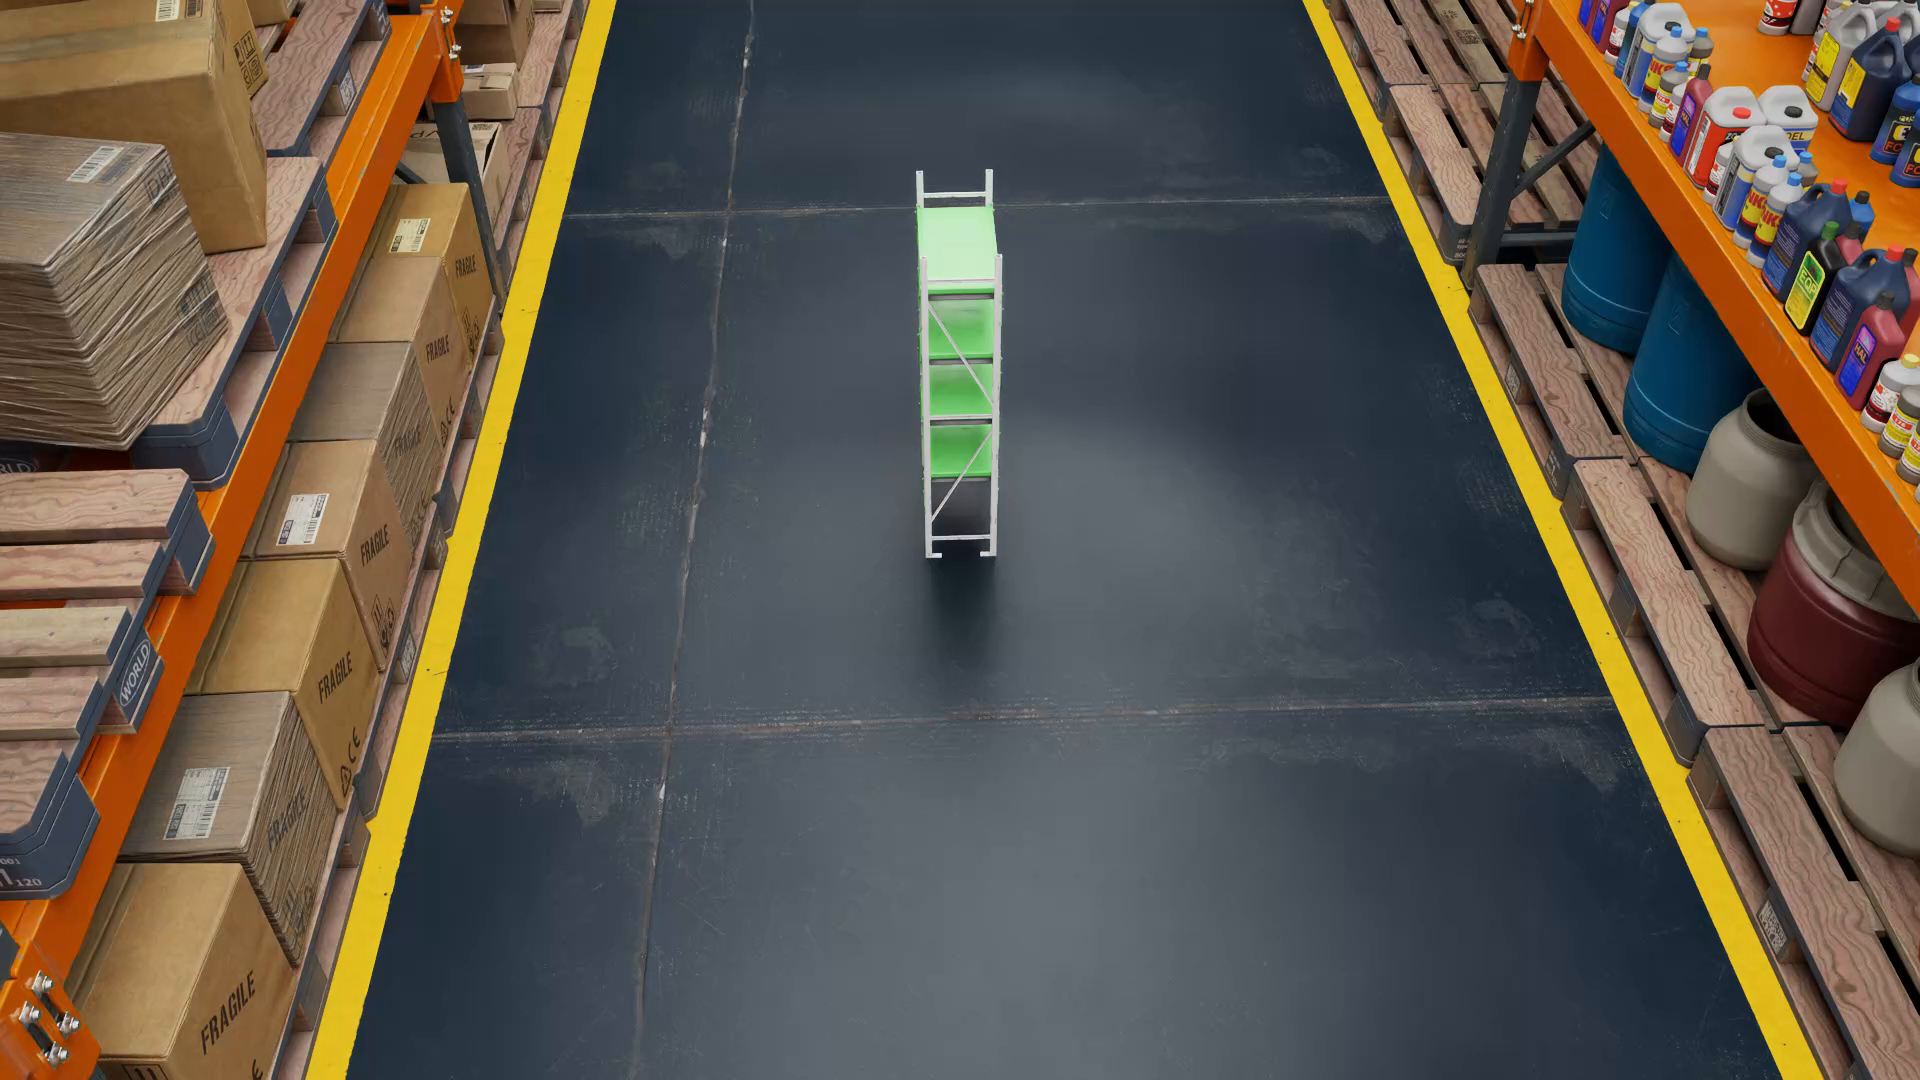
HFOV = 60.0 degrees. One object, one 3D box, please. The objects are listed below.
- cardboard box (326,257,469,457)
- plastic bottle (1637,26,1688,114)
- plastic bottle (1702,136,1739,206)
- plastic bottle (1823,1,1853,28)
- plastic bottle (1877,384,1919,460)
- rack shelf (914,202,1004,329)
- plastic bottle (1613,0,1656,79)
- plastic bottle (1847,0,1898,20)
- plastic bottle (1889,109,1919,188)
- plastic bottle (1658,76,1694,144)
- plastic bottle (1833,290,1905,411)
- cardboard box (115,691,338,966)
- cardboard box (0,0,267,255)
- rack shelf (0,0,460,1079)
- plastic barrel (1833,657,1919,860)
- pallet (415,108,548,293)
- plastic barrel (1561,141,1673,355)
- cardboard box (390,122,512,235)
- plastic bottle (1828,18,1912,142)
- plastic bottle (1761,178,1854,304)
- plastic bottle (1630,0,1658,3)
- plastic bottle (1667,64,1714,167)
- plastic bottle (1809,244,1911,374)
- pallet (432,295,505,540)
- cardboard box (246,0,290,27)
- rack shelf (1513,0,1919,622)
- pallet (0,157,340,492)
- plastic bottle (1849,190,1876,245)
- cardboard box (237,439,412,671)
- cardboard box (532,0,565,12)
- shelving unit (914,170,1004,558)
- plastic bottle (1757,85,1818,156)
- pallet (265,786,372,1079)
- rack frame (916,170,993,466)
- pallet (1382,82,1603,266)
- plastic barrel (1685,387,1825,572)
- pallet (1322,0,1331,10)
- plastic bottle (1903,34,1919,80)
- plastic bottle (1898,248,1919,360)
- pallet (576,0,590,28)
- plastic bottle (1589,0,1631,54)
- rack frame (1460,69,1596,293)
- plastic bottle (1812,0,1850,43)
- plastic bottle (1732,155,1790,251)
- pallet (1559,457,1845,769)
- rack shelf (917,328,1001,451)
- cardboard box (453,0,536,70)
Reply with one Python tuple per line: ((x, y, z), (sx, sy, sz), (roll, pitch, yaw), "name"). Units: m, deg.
((-2.037, -0.625, 5.736), (0.500, 0.500, 0.500), (-2, 43, -2), "cardboard box")
((2.224, -1.486, 5.246), (0.097, 0.271, 0.097), (0, 43, 0), "plastic bottle")
((2.248, -1.082, 4.857), (0.097, 0.201, 0.097), (0, 43, 0), "plastic bottle")
((2.909, -1.683, 5.514), (0.097, 0.201, 0.097), (0, 43, 0), "plastic bottle")
((2.297, -0.299, 4.003), (0.097, 0.201, 0.097), (0, 43, 0), "plastic bottle")
((-0.007, -0.861, 5.185), (0.258, 0.148, 0.480), (-2, 43, -2), "rack shelf")
((2.214, -1.642, 5.417), (0.097, 0.271, 0.097), (0, 43, 0), "plastic bottle")
((2.947, -1.634, 5.404), (0.152, 0.276, 0.135), (-2, 43, -2), "plastic bottle")
((2.851, -1.184, 4.918), (0.097, 0.271, 0.097), (0, 43, 0), "plastic bottle")
((2.232, -1.329, 5.127), (0.097, 0.201, 0.097), (0, 43, 0), "plastic bottle")
((2.270, -0.472, 4.131), (0.061, 0.283, 0.133), (-2, 43, -2), "plastic bottle")
((-1.949, 0.748, 4.239), (0.500, 0.500, 0.500), (-3, 43, -3), "cardboard box")
((-2.220, -1.044, 4.284), (0.700, 0.500, 0.500), (-12, 44, -13), "cardboard box")
((-2.272, -0.428, 4.529), (1.077, 0.370, 4.000), (-2, 43, -2), "rack shelf")
((2.611, 0.572, 4.437), (0.421, 0.512, 0.421), (0, 43, 0), "plastic barrel")
((-2.385, -1.479, 7.207), (1.003, 0.211, 1.213), (-2, 43, -2), "pallet")
((2.598, -1.196, 6.077), (0.600, 0.901, 0.708), (-2, 43, -2), "plastic barrel")
((-2.159, -1.504, 6.835), (0.500, 0.311, 0.500), (-2, 43, -2), "cardboard box")
((2.822, -1.425, 5.121), (0.144, 0.351, 0.185), (-2, 43, -2), "plastic bottle")
((2.291, -0.820, 4.461), (0.144, 0.351, 0.185), (-2, 43, -2), "plastic bottle")
((2.285, -1.890, 5.629), (0.144, 0.351, 0.185), (-2, 43, -2), "plastic bottle")
((2.219, -1.280, 5.013), (0.061, 0.283, 0.133), (-2, 43, -2), "plastic bottle")
((2.305, -0.605, 4.227), (0.144, 0.351, 0.185), (-2, 43, -2), "plastic bottle")
((-2.285, -0.467, 6.103), (1.003, 0.211, 1.213), (-2, 43, -2), "pallet")
((-2.560, -1.909, 5.228), (0.700, 0.500, 0.500), (-15, 45, -16), "cardboard box")
((2.677, -0.567, 4.681), (1.077, 0.370, 4.000), (-2, 43, -2), "rack shelf")
((-2.274, -0.585, 4.310), (1.003, 0.211, 1.213), (-2, 43, -2), "pallet")
((2.410, -0.824, 4.524), (0.097, 0.271, 0.097), (0, 43, 0), "plastic bottle")
((-1.992, 0.057, 4.992), (0.500, 0.500, 0.500), (-3, 43, -3), "cardboard box")
((-2.247, -2.890, 8.392), (0.500, 0.250, 0.500), (-2, 43, -2), "cardboard box")
((-0.007, -0.554, 5.466), (0.258, 1.200, 0.503), (-2, 43, -2), "shelving unit")
((2.422, -1.193, 4.923), (0.152, 0.276, 0.135), (-2, 43, -2), "plastic bottle")
((-2.181, 1.180, 4.306), (1.003, 0.211, 1.213), (-2, 43, -2), "pallet")
((-0.017, -0.719, 5.646), (0.240, 1.200, 0.015), (-2, 43, -2), "rack frame")
((2.522, -1.650, 7.394), (1.003, 0.211, 1.213), (-2, 43, -2), "pallet")
((2.563, -0.191, 5.269), (0.421, 0.512, 0.421), (0, 43, 0), "plastic barrel")
((2.418, -3.297, 9.191), (1.003, 0.211, 1.213), (-2, 43, -2), "pallet")
((2.966, -1.429, 5.125), (0.144, 0.351, 0.185), (-2, 43, -2), "plastic bottle")
((2.406, -0.601, 4.272), (0.061, 0.283, 0.133), (-2, 43, -2), "plastic bottle")
((-2.489, -3.126, 9.004), (1.003, 0.211, 1.213), (-2, 43, -2), "pallet")
((2.187, -1.790, 5.569), (0.061, 0.283, 0.133), (-2, 43, -2), "plastic bottle")
((2.592, -2.183, 5.911), (1.000, 3.000, 0.127), (-2, 43, -2), "rack frame")
((2.964, -1.775, 5.614), (0.097, 0.201, 0.097), (0, 43, 0), "plastic bottle")
((2.258, -0.951, 4.663), (0.097, 0.271, 0.097), (0, 43, 0), "plastic bottle")
((2.638, 0.193, 5.383), (1.003, 0.211, 1.213), (-2, 43, -2), "pallet")
((-0.007, -0.507, 5.510), (0.258, 0.148, 0.480), (-2, 43, -2), "rack shelf")
((-2.442, -2.553, 7.838), (0.797, 0.503, 0.637), (-2, 43, -2), "cardboard box")
